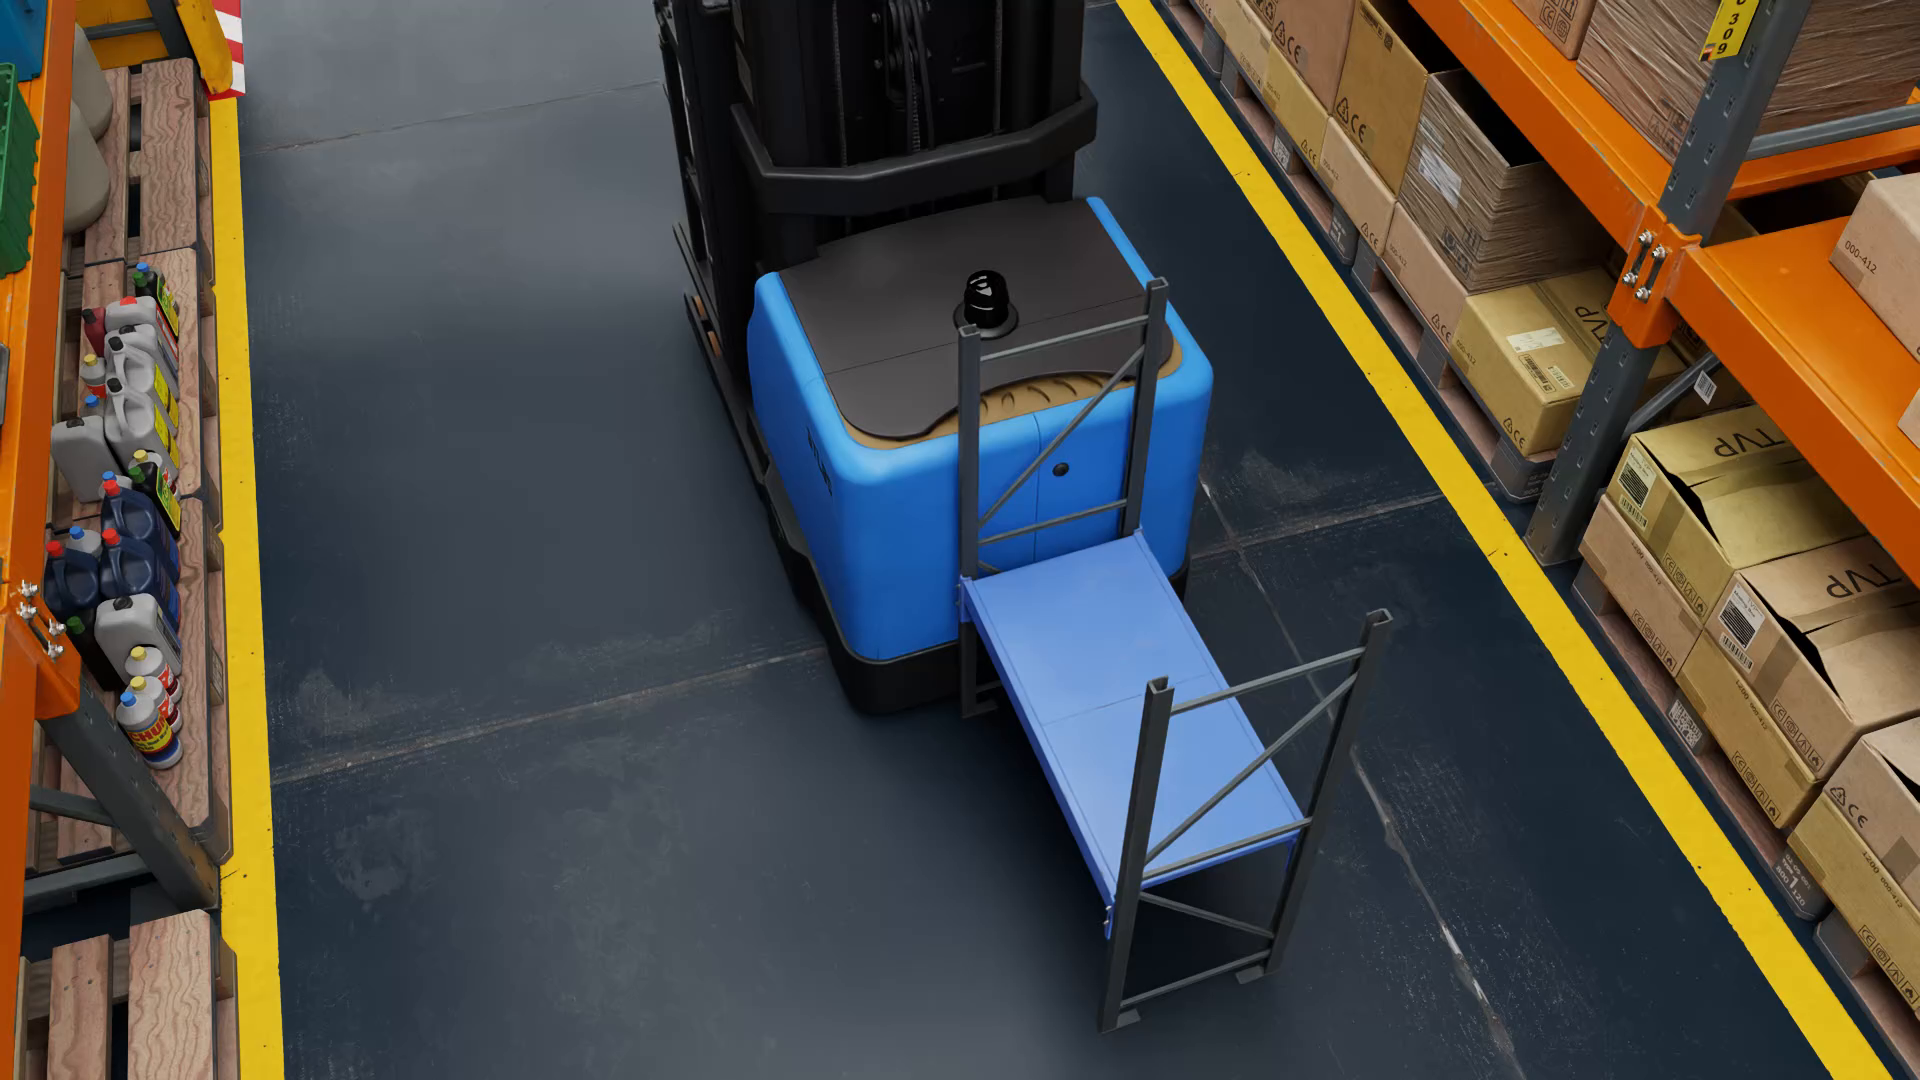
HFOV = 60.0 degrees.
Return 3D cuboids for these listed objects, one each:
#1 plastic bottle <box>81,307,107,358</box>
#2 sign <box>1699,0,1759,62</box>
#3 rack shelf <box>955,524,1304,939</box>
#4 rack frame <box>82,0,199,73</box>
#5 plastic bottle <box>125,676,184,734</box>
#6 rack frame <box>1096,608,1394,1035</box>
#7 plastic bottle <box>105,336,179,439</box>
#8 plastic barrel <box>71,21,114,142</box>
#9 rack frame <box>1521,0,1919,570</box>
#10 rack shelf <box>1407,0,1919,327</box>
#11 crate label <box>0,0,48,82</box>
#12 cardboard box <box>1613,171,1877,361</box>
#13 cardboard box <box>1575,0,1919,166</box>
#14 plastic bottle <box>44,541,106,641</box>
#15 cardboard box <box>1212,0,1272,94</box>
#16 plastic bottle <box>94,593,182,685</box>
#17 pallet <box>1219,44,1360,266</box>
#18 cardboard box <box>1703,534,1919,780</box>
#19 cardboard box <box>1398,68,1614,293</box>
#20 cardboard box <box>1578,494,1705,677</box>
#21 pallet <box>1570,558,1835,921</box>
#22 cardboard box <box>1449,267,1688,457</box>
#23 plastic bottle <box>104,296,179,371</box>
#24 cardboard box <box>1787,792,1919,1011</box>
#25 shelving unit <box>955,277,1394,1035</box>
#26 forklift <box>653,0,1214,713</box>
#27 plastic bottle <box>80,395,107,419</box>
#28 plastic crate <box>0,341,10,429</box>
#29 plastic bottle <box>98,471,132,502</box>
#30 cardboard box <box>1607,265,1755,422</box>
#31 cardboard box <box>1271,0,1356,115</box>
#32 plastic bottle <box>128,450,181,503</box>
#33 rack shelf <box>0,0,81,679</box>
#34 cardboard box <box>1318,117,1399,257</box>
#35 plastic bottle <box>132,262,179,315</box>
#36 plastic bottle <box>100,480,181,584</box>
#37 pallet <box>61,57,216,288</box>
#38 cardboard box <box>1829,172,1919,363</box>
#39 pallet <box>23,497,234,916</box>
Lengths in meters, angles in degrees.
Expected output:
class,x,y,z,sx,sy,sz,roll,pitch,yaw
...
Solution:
class,x,y,z,sx,sy,sz,roll,pitch,yaw
plastic bottle,-2.738,-0.647,5.322,0.061,0.283,0.133,-13,51,-11
sign,1.739,-1.212,3.691,0.100,0.325,0.005,-13,51,-11
rack shelf,0.410,0.440,4.133,0.538,0.185,1.000,-16,52,-13
rack frame,-3.647,-2.838,5.680,1.000,3.000,0.127,-13,51,-11
plastic bottle,-2.170,0.438,4.462,0.097,0.201,0.097,0,50,0
rack frame,0.585,0.689,3.688,0.500,1.500,0.032,-16,52,-13
plastic bottle,-2.543,-0.472,5.131,0.144,0.351,0.185,-11,51,-9
plastic barrel,-3.380,-1.708,6.080,0.421,0.512,0.421,0,50,0
rack frame,2.269,-1.034,4.159,1.000,3.000,0.127,-13,51,-11
rack shelf,1.677,-2.262,5.666,1.077,0.370,4.000,-13,51,-11
crate label,-2.845,-1.566,4.585,0.502,0.435,0.616,-13,51,-11
cardboard box,2.431,-0.934,5.109,0.500,0.500,0.500,-13,51,-11
cardboard box,2.131,-1.388,4.393,0.700,0.500,0.500,-15,51,-12
plastic bottle,-2.444,0.145,4.611,0.144,0.351,0.185,-13,51,-11
cardboard box,1.331,-2.033,6.525,0.500,0.250,0.500,-13,51,-11
plastic bottle,-2.262,0.258,4.564,0.152,0.276,0.135,-12,51,-10
pallet,1.709,-1.618,6.476,1.003,0.211,1.213,-13,51,-11
cardboard box,2.296,0.262,4.225,0.500,0.311,0.500,-14,51,-11
cardboard box,1.786,-1.181,5.317,0.500,0.500,0.500,-13,51,-11
cardboard box,2.151,0.068,4.755,0.500,0.250,0.500,-14,51,-12
pallet,2.524,0.394,4.779,1.003,0.211,1.213,-13,51,-11
cardboard box,1.923,-0.572,5.294,0.500,0.250,0.500,-13,51,-11
plastic bottle,-2.637,-0.669,5.346,0.152,0.276,0.135,-13,51,-11
cardboard box,2.457,0.819,4.121,0.500,0.250,0.500,-15,51,-12
shelving unit,0.410,0.324,3.996,0.538,1.500,1.048,-16,52,-13
forklift,-0.316,-1.606,4.687,1.130,2.935,3.031,-16,52,-13
plastic bottle,-2.646,-0.364,5.138,0.097,0.201,0.097,0,50,0
plastic crate,-2.498,-0.307,3.588,0.767,0.338,0.504,-13,51,-11
plastic bottle,-2.442,-0.099,4.868,0.097,0.271,0.097,0,50,0
cardboard box,2.421,-0.690,5.393,0.500,0.250,0.500,-13,51,-11
cardboard box,1.473,-1.908,5.930,0.500,0.500,0.500,-13,51,-11
plastic bottle,-2.424,-0.189,4.990,0.097,0.201,0.097,0,50,0
rack shelf,-3.056,-1.145,4.724,1.077,0.370,4.000,-13,51,-11
cardboard box,1.622,-1.301,5.909,0.500,0.250,0.500,-13,51,-11
plastic bottle,-2.685,-0.835,5.535,0.097,0.201,0.097,0,50,0
plastic bottle,-2.362,-0.026,4.754,0.144,0.351,0.185,-15,52,-13
pallet,-3.345,-1.300,6.208,1.003,0.211,1.213,-13,51,-11
cardboard box,2.456,-0.636,3.922,0.500,0.250,0.500,-10,51,-9
pallet,-2.623,0.482,4.705,1.003,0.211,1.213,-13,51,-11
